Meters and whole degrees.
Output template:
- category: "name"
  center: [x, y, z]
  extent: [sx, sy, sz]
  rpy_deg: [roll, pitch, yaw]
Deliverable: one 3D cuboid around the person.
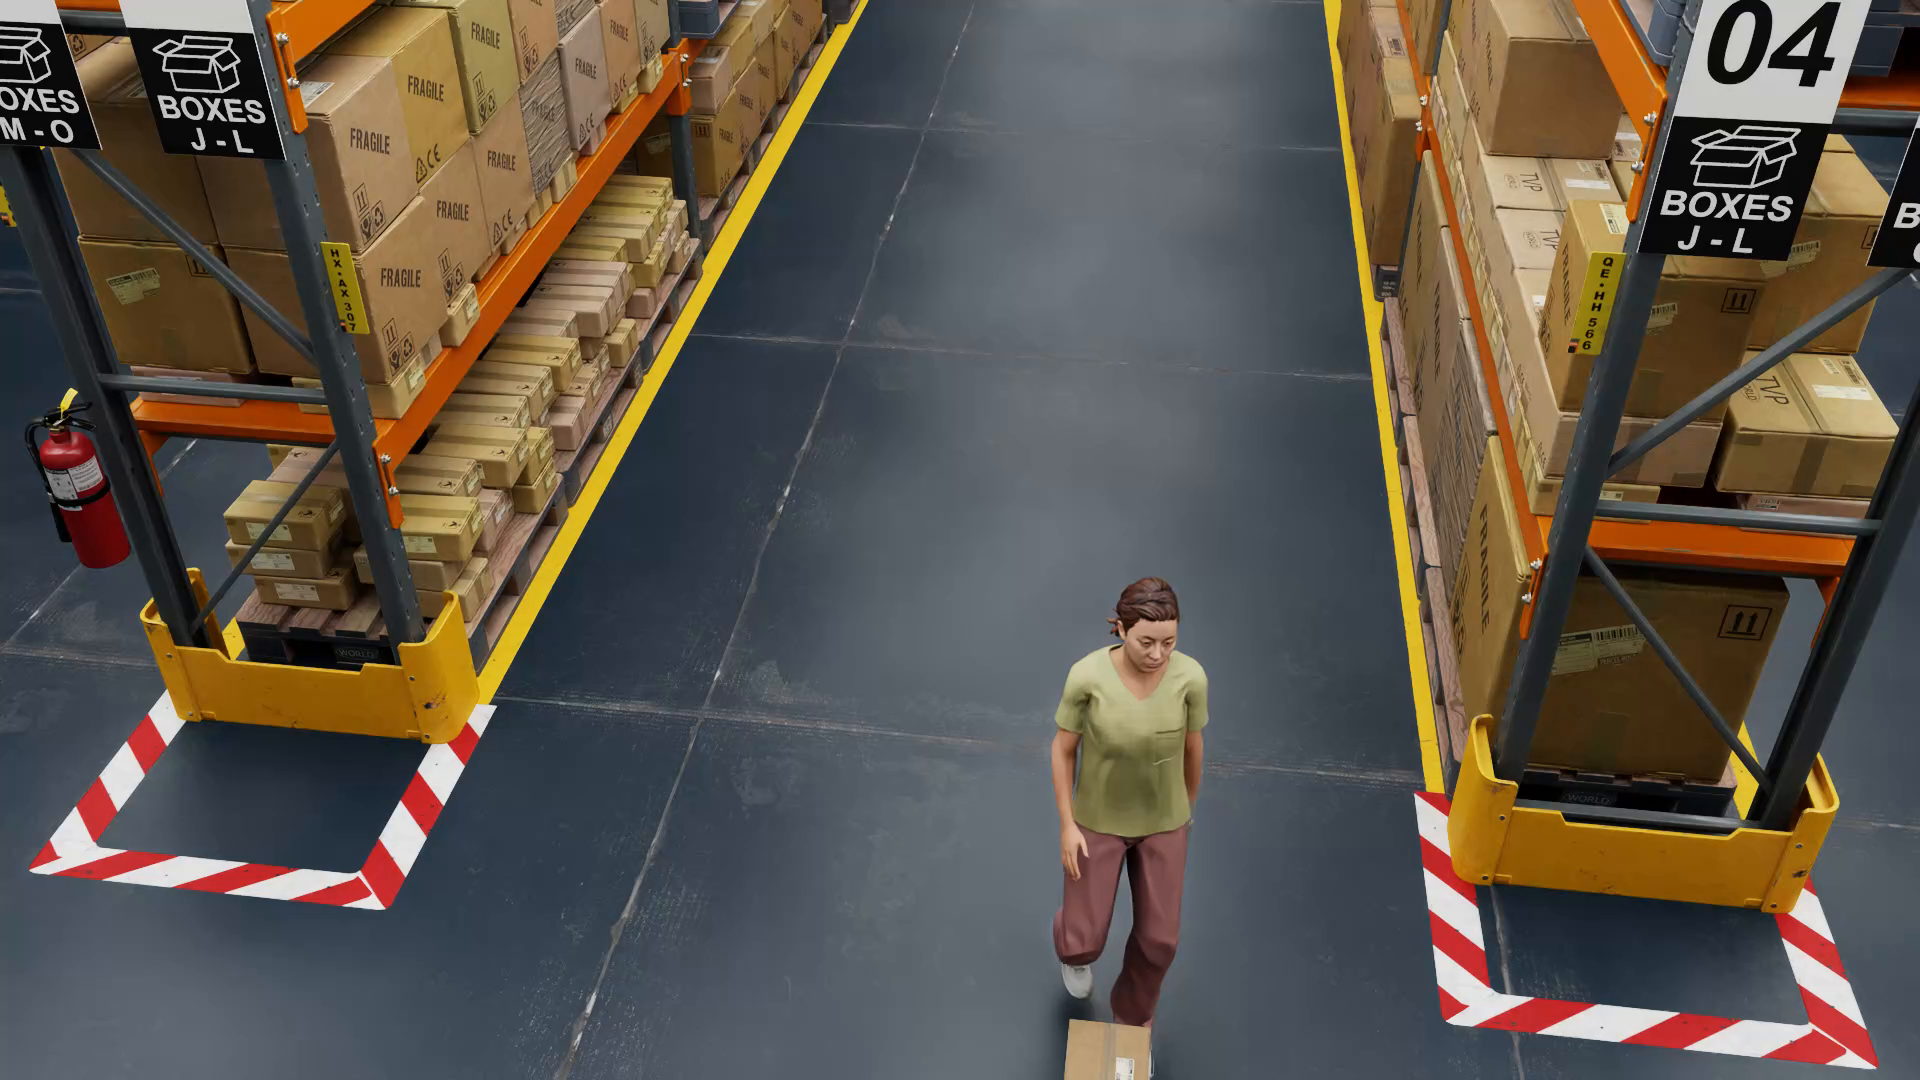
- category: "person"
  center: [0.513, 0.876, 5.017]
  extent: [0.475, 1.622, 0.640]
  rpy_deg: [-1, 36, -2]
